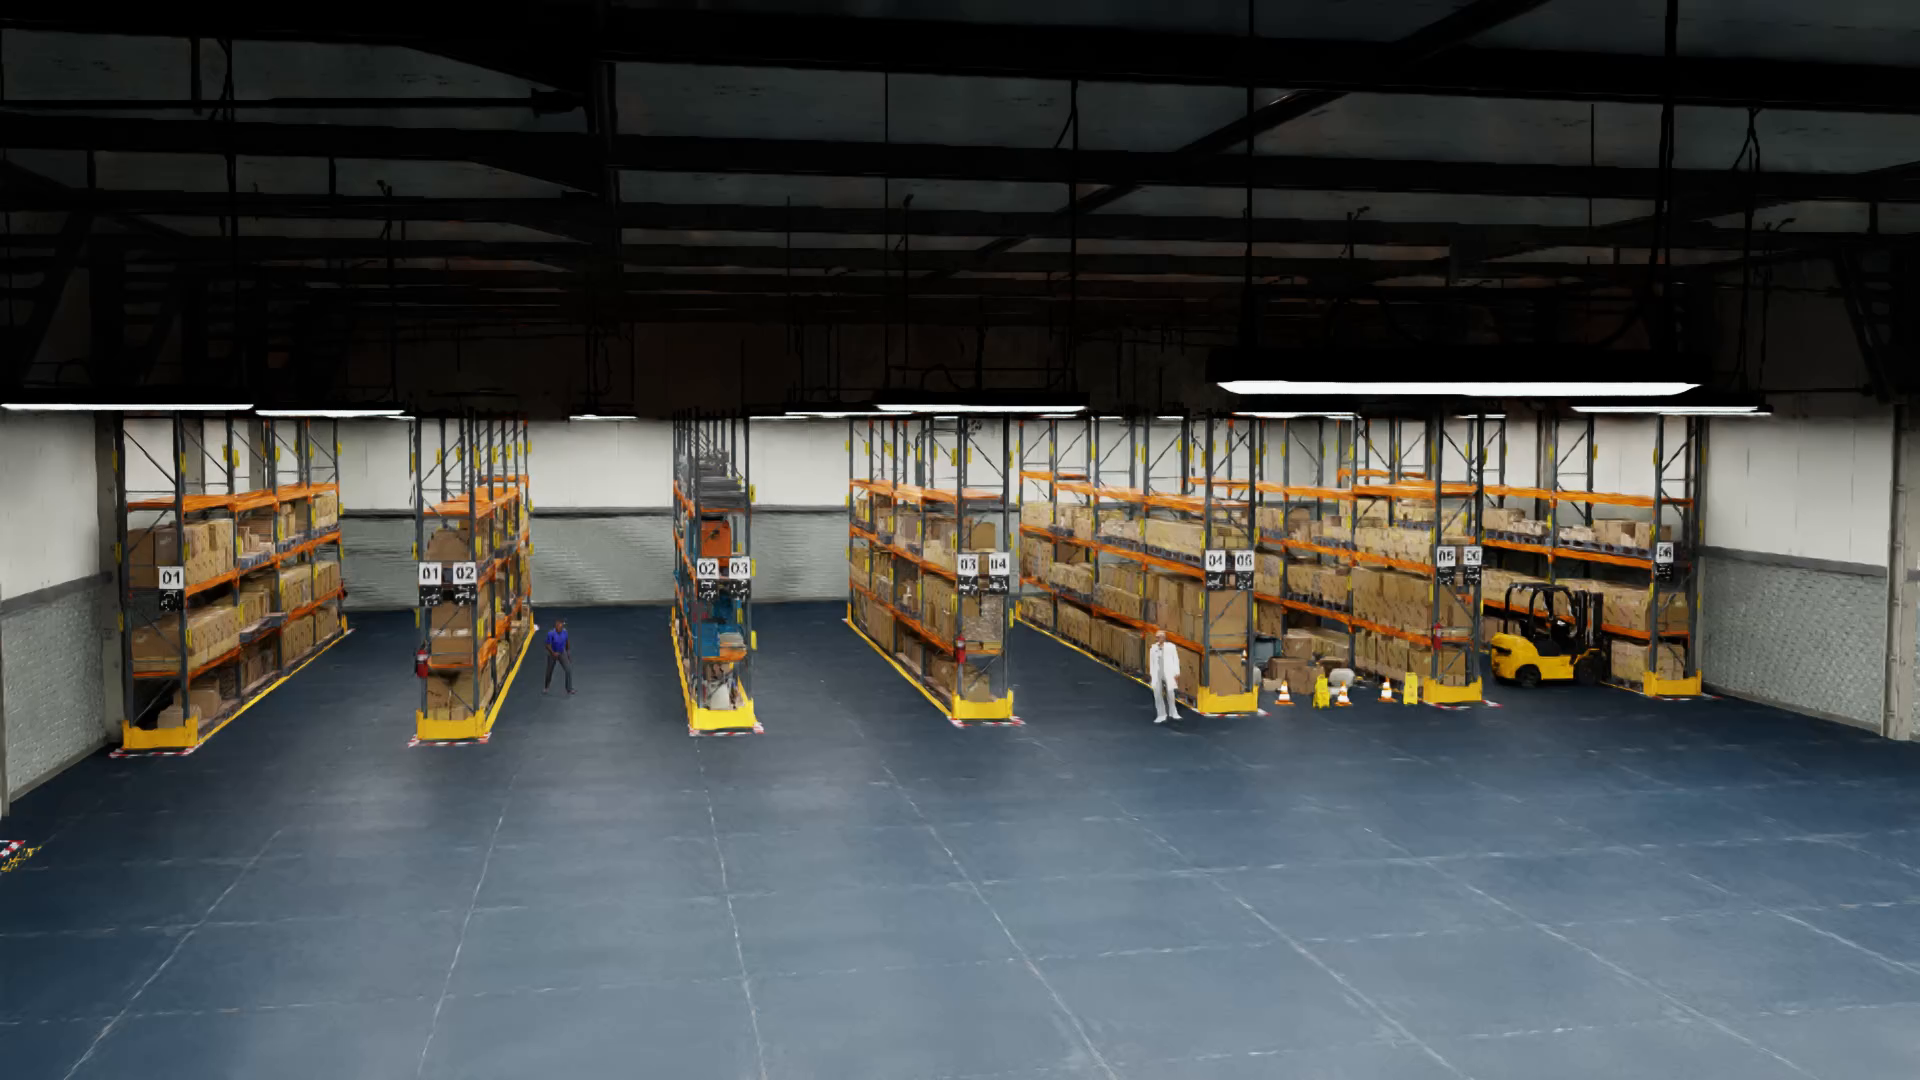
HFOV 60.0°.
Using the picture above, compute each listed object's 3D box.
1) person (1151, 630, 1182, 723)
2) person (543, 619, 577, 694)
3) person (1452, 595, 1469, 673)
[{"bbox_3d":[3.928,2.585,31.780,0.604,1.765,0.628,2,4,24],"label":"person"},{"bbox_3d":[-8.461,2.429,35.020,0.612,1.588,0.825,-2,5,-28],"label":"person"},{"bbox_3d":[11.287,2.125,37.866,0.636,1.775,0.677,1,4,20],"label":"person"}]
